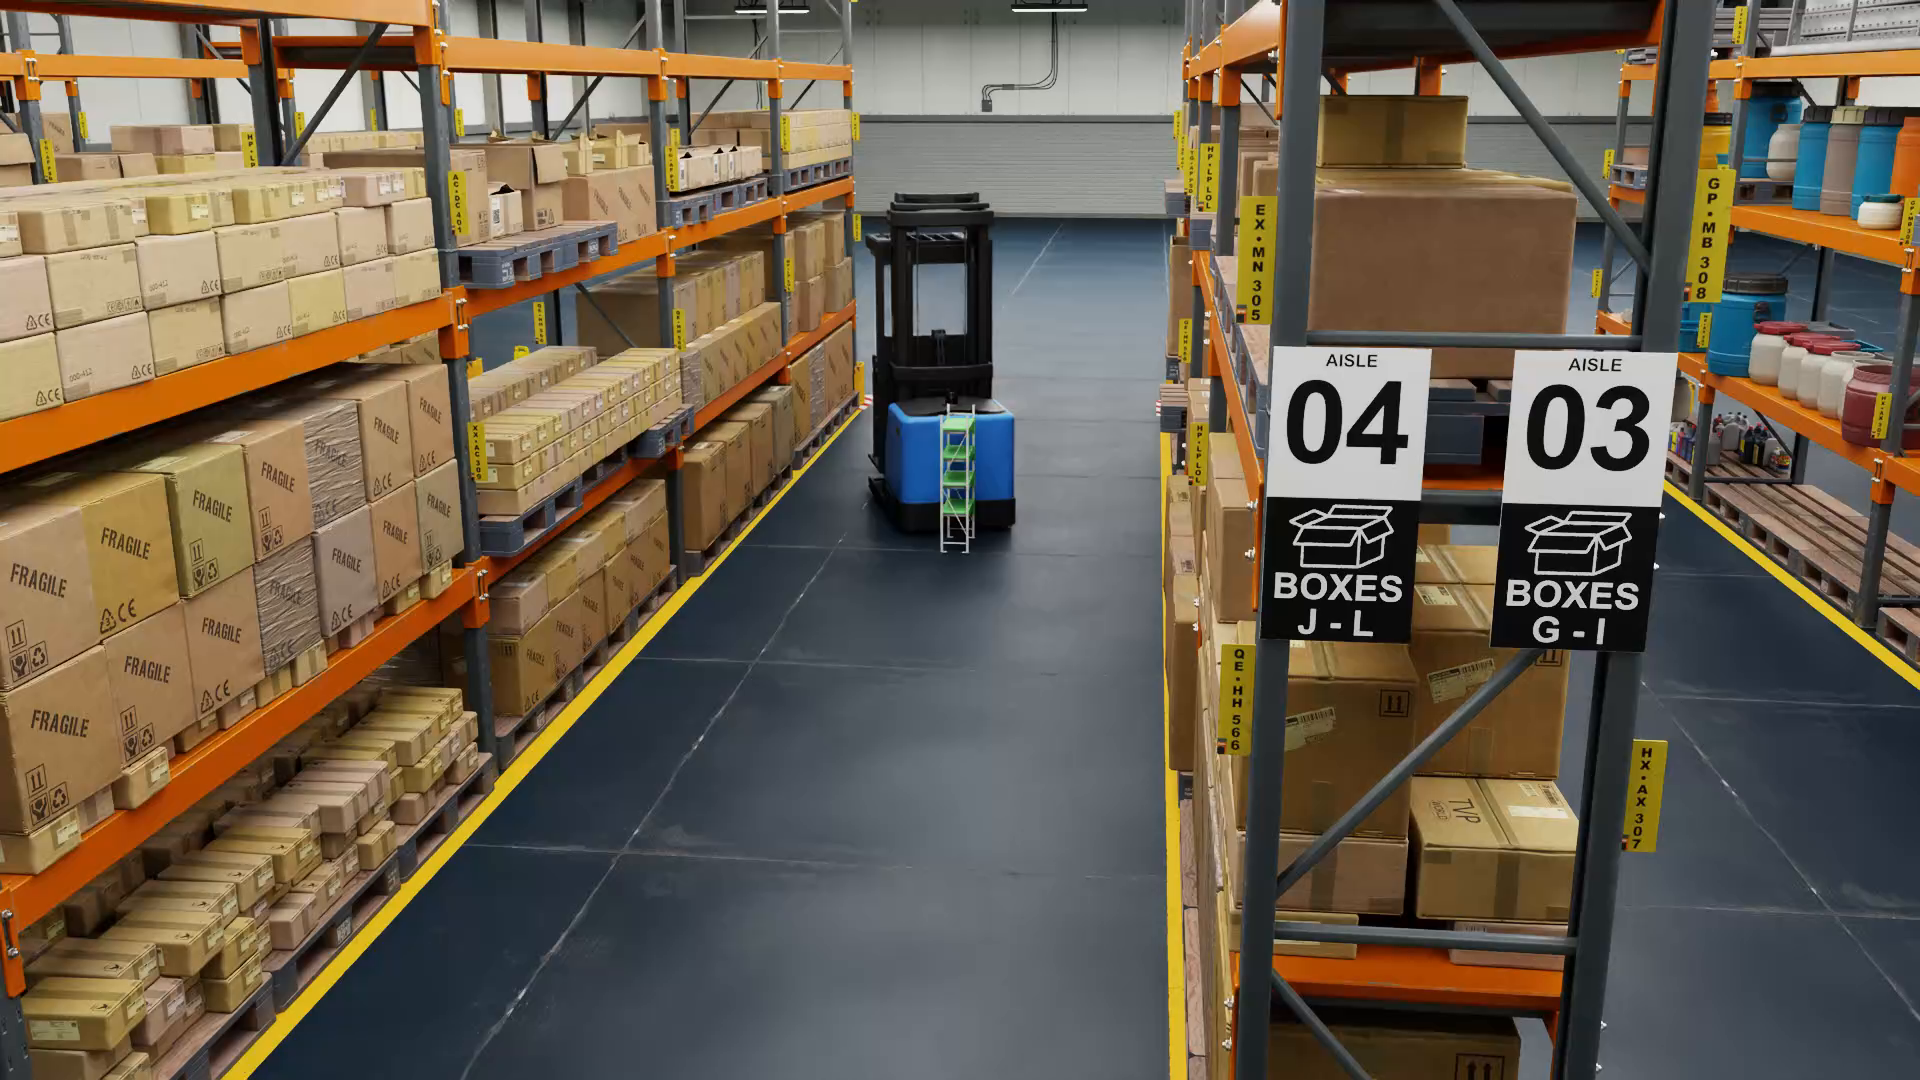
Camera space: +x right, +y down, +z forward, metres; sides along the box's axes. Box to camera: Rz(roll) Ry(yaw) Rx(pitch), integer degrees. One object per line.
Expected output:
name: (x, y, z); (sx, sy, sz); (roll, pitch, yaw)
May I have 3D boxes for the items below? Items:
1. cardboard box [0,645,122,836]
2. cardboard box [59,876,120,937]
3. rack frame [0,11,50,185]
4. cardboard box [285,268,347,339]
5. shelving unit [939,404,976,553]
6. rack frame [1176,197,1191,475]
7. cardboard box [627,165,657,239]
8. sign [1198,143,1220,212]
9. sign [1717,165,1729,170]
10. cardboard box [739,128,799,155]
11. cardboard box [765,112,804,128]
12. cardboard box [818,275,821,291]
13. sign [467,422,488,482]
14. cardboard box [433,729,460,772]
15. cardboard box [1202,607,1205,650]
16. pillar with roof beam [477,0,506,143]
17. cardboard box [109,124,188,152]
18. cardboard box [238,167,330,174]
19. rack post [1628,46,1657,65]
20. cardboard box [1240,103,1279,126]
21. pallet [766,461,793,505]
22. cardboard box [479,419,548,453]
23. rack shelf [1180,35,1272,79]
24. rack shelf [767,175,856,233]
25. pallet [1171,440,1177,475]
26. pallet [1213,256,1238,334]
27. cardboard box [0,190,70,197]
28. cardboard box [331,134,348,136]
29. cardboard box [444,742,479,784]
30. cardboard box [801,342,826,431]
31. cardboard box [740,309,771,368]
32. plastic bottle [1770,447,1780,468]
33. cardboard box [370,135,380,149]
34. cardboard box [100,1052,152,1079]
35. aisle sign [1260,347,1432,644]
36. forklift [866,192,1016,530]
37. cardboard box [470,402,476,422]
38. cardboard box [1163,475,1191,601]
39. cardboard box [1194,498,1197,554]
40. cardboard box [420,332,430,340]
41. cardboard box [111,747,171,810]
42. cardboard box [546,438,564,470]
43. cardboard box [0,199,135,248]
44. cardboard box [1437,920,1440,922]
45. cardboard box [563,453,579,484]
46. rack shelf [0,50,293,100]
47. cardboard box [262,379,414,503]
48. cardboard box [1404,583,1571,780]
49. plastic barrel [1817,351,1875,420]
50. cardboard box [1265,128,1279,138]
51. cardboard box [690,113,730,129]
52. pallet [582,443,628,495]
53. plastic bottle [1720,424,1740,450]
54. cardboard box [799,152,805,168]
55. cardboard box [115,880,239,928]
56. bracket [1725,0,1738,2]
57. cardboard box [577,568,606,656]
cardboard box: (-3.286, 0.664, 5.700); (0.500, 0.500, 0.500); (2, 15, 9)
cardboard box: (-3.722, 1.506, 6.865); (0.380, 0.149, 0.250); (1, 15, 4)
rack frame: (-7.638, -4.127, 12.684); (1.000, 3.000, 0.127); (2, 15, 6)
cardboard box: (-3.071, -1.053, 7.351); (0.500, 0.250, 0.500); (2, 15, 6)
shelving unit: (-0.019, -0.536, 14.347); (0.258, 1.200, 0.503); (2, 15, 6)
rack frame: (2.660, -1.976, 16.224); (1.000, 3.000, 0.127); (2, 15, 6)
cardboard box: (-2.520, -2.452, 12.045); (0.500, 0.500, 0.500); (2, 15, 6)
sign: (1.217, -1.764, 8.100); (0.100, 0.325, 0.005); (2, 15, 6)
sign: (7.036, -3.302, 15.362); (0.100, 0.325, 0.005); (2, 15, 6)
cardboard box: (-1.924, -4.037, 16.821); (0.500, 0.250, 0.500); (2, 15, 7)
cardboard box: (-1.822, -4.327, 17.130); (0.380, 0.149, 0.250); (2, 15, 6)
cardboard box: (-2.049, -2.737, 18.751); (0.875, 0.550, 0.500); (2, 15, 6)
sign: (-2.620, -0.478, 9.023); (0.100, 0.325, 0.005); (2, 15, 6)
cardboard box: (-2.897, 1.118, 8.869); (0.380, 0.149, 0.250); (1, 15, 4)
cardboard box: (1.335, 0.423, 7.831); (0.380, 0.149, 0.250); (2, 15, 8)
pillar with roof beam: (-6.333, -10.734, 37.121); (9.100, 9.000, 0.400); (2, 15, 6)
cardboard box: (-7.697, -3.818, 15.815); (0.500, 0.250, 0.500); (1, 15, 5)
cardboard box: (-3.433, -1.815, 8.446); (0.380, 0.149, 0.250); (1, 15, 5)
rack post: (7.821, -5.330, 18.092); (0.937, 0.300, 0.954); (3, 15, 12)
cardboard box: (3.188, -4.485, 18.038); (0.500, 0.500, 0.500); (2, 15, 6)
pallet: (-2.269, -0.600, 16.477); (1.003, 0.211, 1.213); (2, 15, 6)
cardboard box: (-2.633, -0.603, 9.684); (0.380, 0.149, 0.250); (2, 15, 8)
rack shelf: (2.886, -5.042, 17.454); (1.077, 0.370, 4.000); (2, 15, 6)
rack shelf: (-2.031, -3.768, 18.482); (1.077, 0.370, 4.000); (2, 15, 6)
pallet: (2.701, -0.805, 17.236); (1.003, 0.211, 1.213); (2, 15, 6)
pallet: (1.655, -1.095, 7.387); (1.003, 0.211, 1.213); (2, 15, 6)
cardboard box: (-3.690, -1.272, 6.438); (0.380, 0.149, 0.250); (2, 15, 7)
cardboard box: (-7.181, -4.537, 18.902); (0.380, 0.149, 0.250); (2, 15, 7)
cardboard box: (-2.865, 1.212, 9.092); (0.380, 0.149, 0.250); (2, 15, 7)
cardboard box: (-2.018, -1.721, 18.544); (0.875, 0.875, 0.875); (2, 15, 7)
cardboard box: (-2.107, -1.923, 15.834); (0.500, 0.500, 0.500); (2, 15, 6)
plastic bottle: (8.076, -0.814, 16.445); (0.097, 0.201, 0.097); (0, 15, 0)
cardboard box: (-6.734, -4.457, 18.607); (0.380, 0.149, 0.250); (2, 15, 7)
cardboard box: (-3.234, 2.011, 6.136); (0.380, 0.149, 0.250); (2, 15, 7)
aisle sign: (1.000, -0.109, 4.338); (0.394, 0.787, 0.004); (2, 15, 6)
forklift: (-0.288, -1.840, 15.853); (1.130, 2.935, 3.031); (-3, 15, -11)
cardboard box: (-3.218, -0.757, 10.252); (0.380, 0.149, 0.250); (2, 15, 6)
cardboard box: (2.110, 0.063, 11.950); (1.225, 0.875, 0.875); (1, 15, 4)
cardboard box: (1.601, -0.207, 9.490); (0.500, 0.500, 0.500); (2, 15, 8)
cardboard box: (-6.573, -2.478, 19.865); (0.380, 0.149, 0.250); (2, 15, 7)
cardboard box: (-3.178, 0.875, 6.160); (0.380, 0.149, 0.250); (1, 15, 5)
cardboard box: (-2.602, -0.522, 9.951); (0.380, 0.149, 0.250); (2, 15, 8)
cardboard box: (-3.170, -1.120, 5.876); (0.380, 0.149, 0.250); (2, 15, 7)
cardboard box: (1.701, 1.108, 5.298); (0.380, 0.149, 0.250); (1, 15, 5)
cardboard box: (-2.571, -0.446, 10.240); (0.380, 0.149, 0.250); (2, 15, 7)
rack shelf: (-7.412, -4.105, 14.748); (1.077, 0.370, 4.000); (2, 15, 6)
cardboard box: (-2.997, -0.484, 8.029); (0.500, 0.500, 0.500); (1, 15, 4)
cardboard box: (1.685, 0.457, 5.507); (0.500, 0.500, 0.500); (1, 15, 5)
plastic barrel: (7.081, -1.229, 13.247); (0.421, 0.512, 0.421); (0, 15, 0)
cardboard box: (2.517, -2.791, 12.340); (0.500, 0.500, 0.500); (2, 15, 7)
cardboard box: (-2.532, -4.215, 16.716); (0.380, 0.149, 0.250); (2, 15, 6)
pallet: (-2.891, -0.504, 11.146); (1.003, 0.211, 1.213); (2, 15, 6)
plastic bottle: (8.004, -1.082, 17.292); (0.152, 0.276, 0.135); (2, 15, 6)
cardboard box: (-1.821, -3.943, 17.235); (0.380, 0.149, 0.250); (2, 15, 6)
cardboard box: (-3.201, 1.521, 6.809); (0.380, 0.149, 0.250); (1, 15, 4)
bracket: (21.937, -15.363, 47.342); (0.076, 0.066, 3.189); (2, 15, 6)
cardboard box: (-2.709, 0.473, 11.151); (0.500, 0.500, 0.500); (2, 15, 7)
